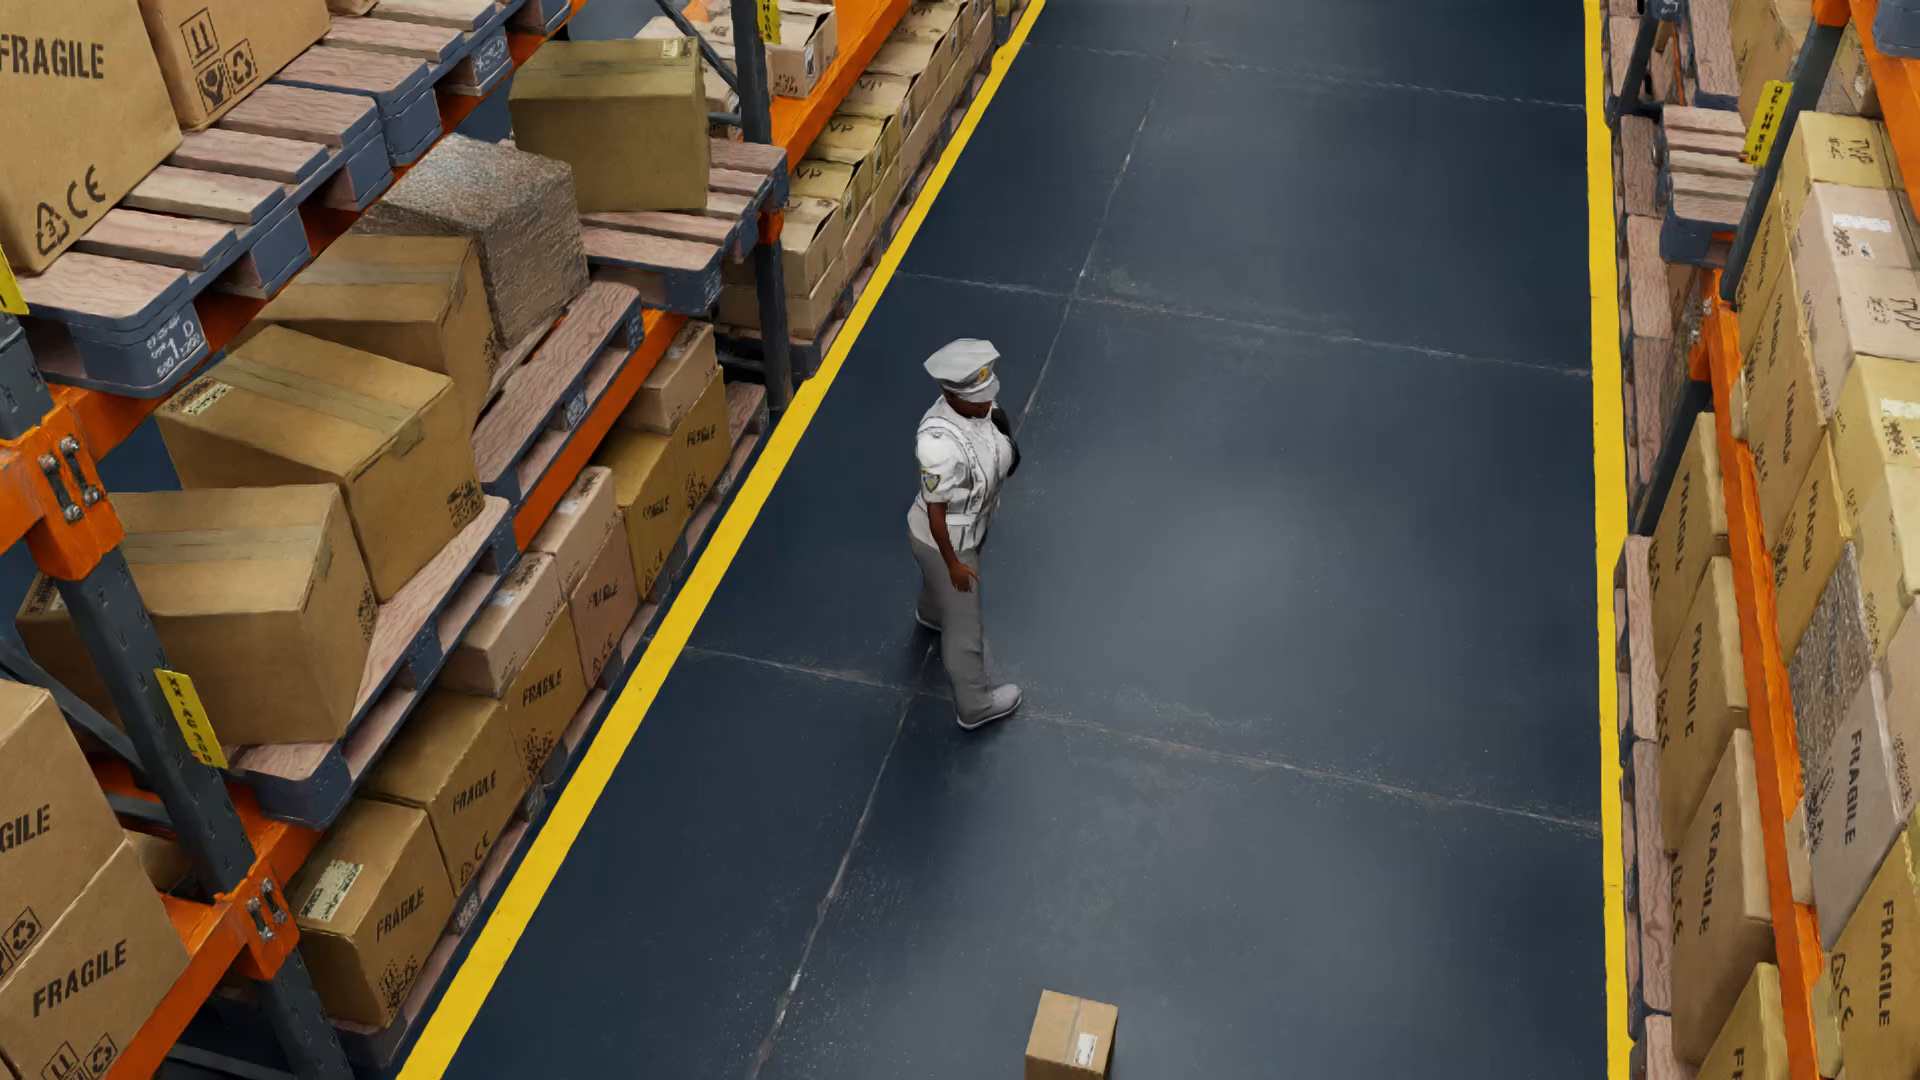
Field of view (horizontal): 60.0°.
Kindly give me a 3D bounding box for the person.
[{"bbox_3d":[0.012,-0.067,6.243,0.562,1.669,0.580,15,43,16],"label":"person"}]
